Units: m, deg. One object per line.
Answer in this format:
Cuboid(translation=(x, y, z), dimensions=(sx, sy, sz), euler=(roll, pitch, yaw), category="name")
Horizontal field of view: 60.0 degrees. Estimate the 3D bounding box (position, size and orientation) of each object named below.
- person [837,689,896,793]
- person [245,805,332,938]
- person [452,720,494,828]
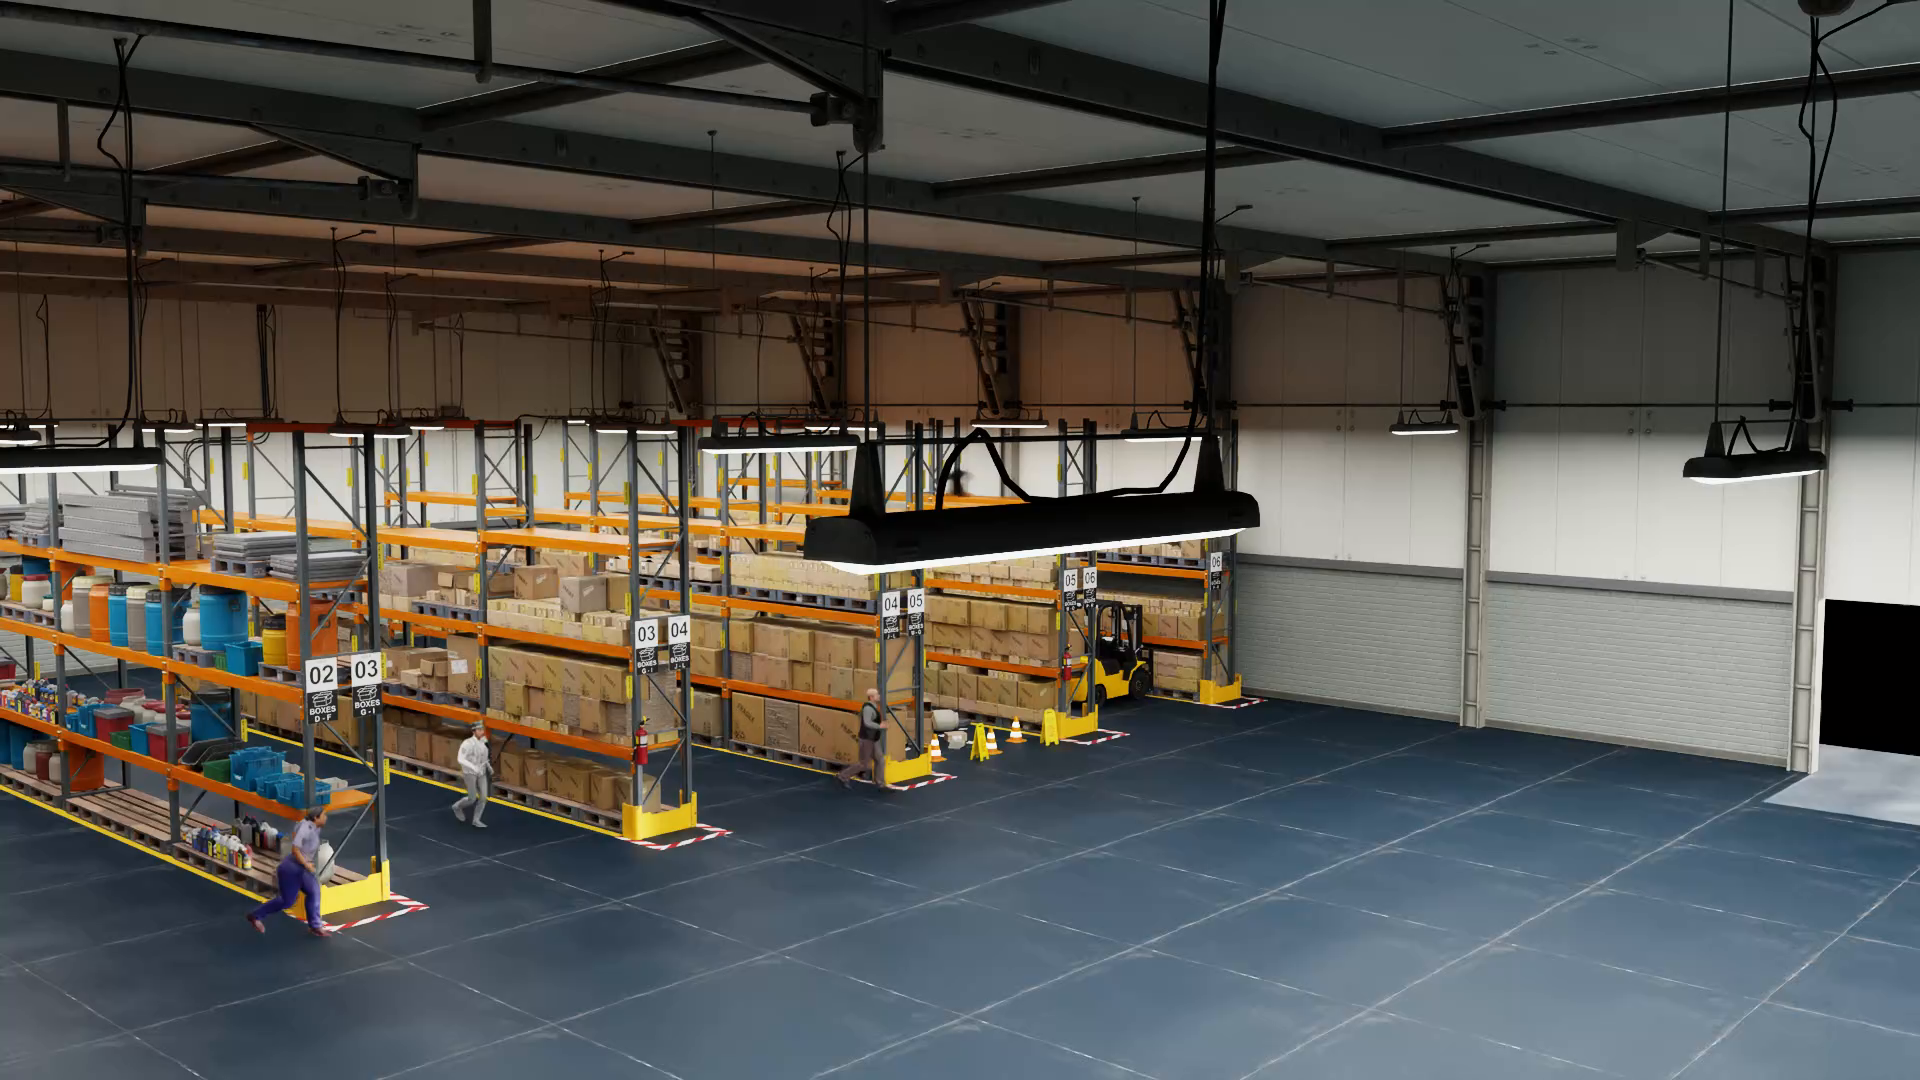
Cuboid(translation=(-1.504, 3.263, 27.008), dimensions=(0.914, 1.709, 0.660), euler=(1, 5, 7), category="person")
Cuboid(translation=(-7.965, 3.957, 19.709), dimensions=(0.957, 1.612, 0.628), euler=(-1, 5, -15), category="person")
Cuboid(translation=(-7.324, 3.488, 24.944), dimensions=(0.716, 1.640, 0.610), euler=(3, 6, 36), category="person")
